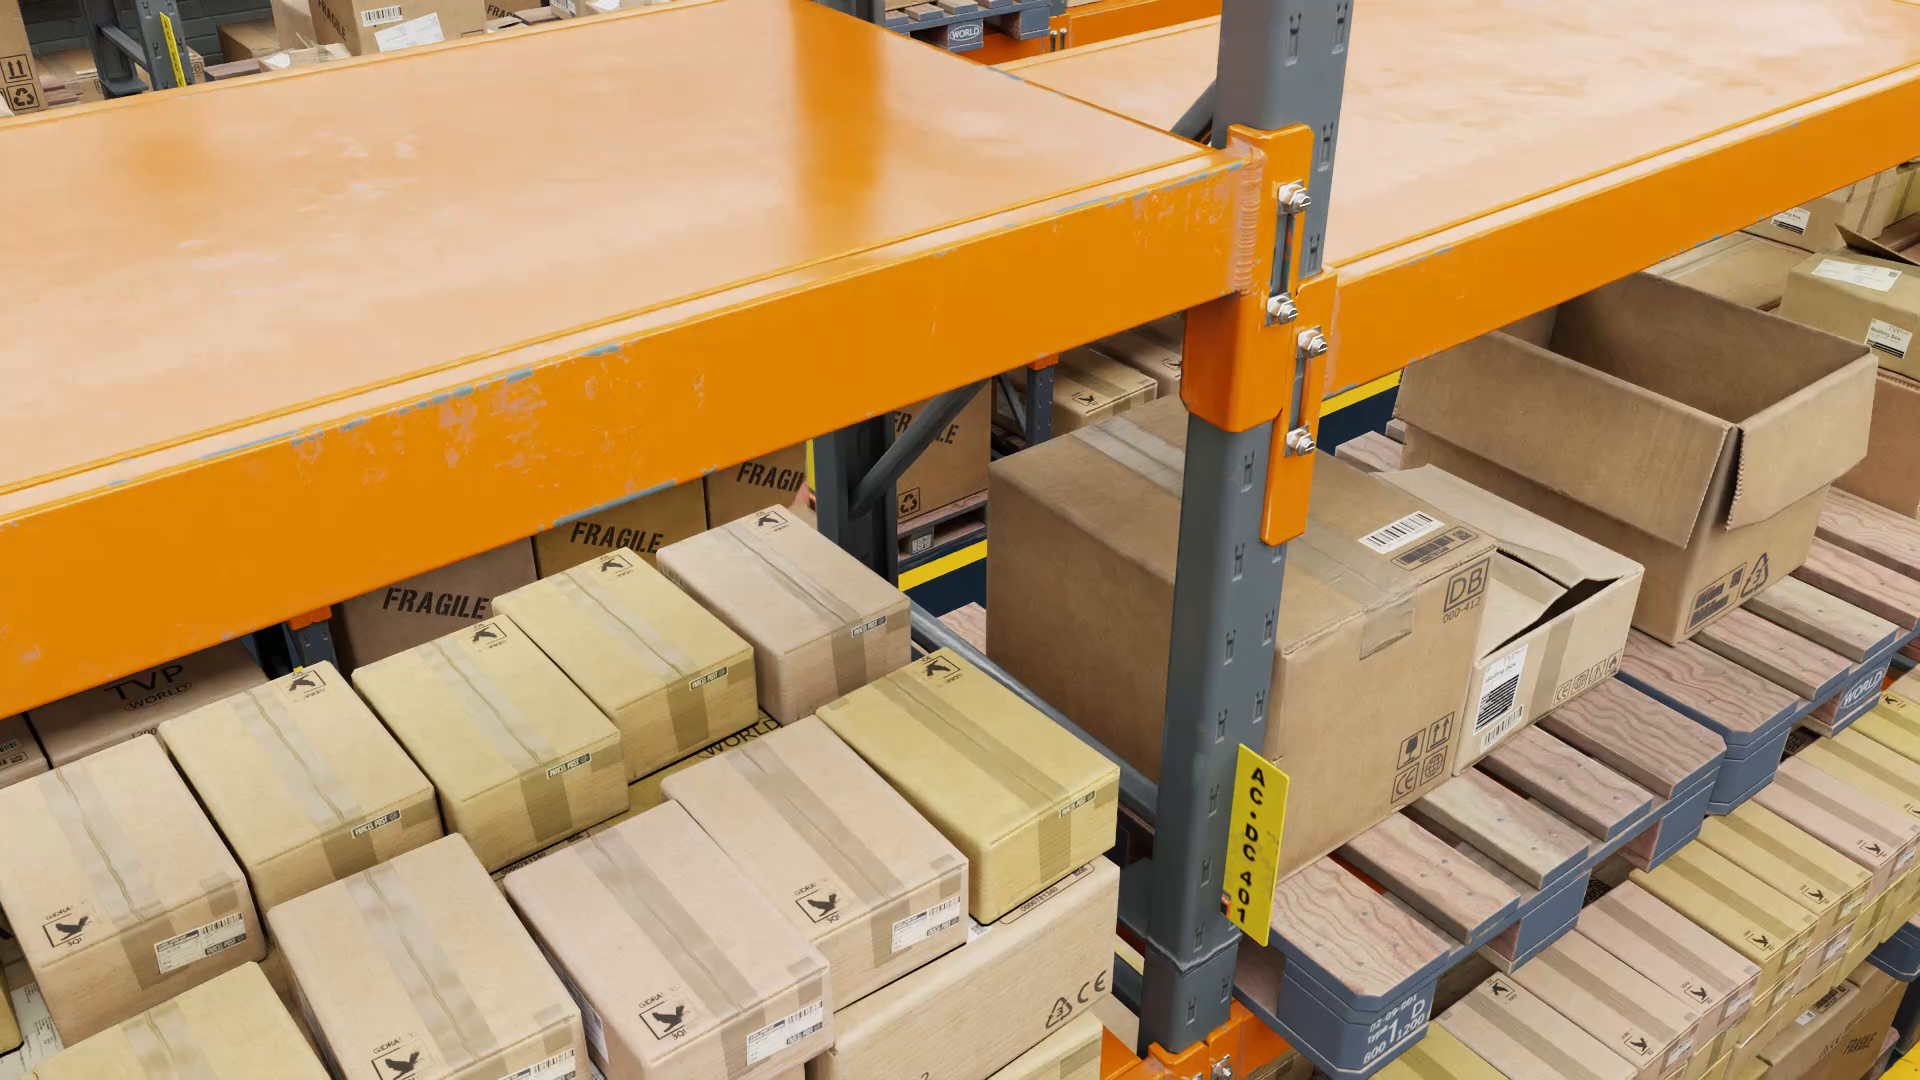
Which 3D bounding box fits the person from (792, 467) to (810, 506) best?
[{"bbox_3d":[-0.567,0.113,7.433,0.558,1.786,0.495,-22,38,-31],"label":"person"}]
